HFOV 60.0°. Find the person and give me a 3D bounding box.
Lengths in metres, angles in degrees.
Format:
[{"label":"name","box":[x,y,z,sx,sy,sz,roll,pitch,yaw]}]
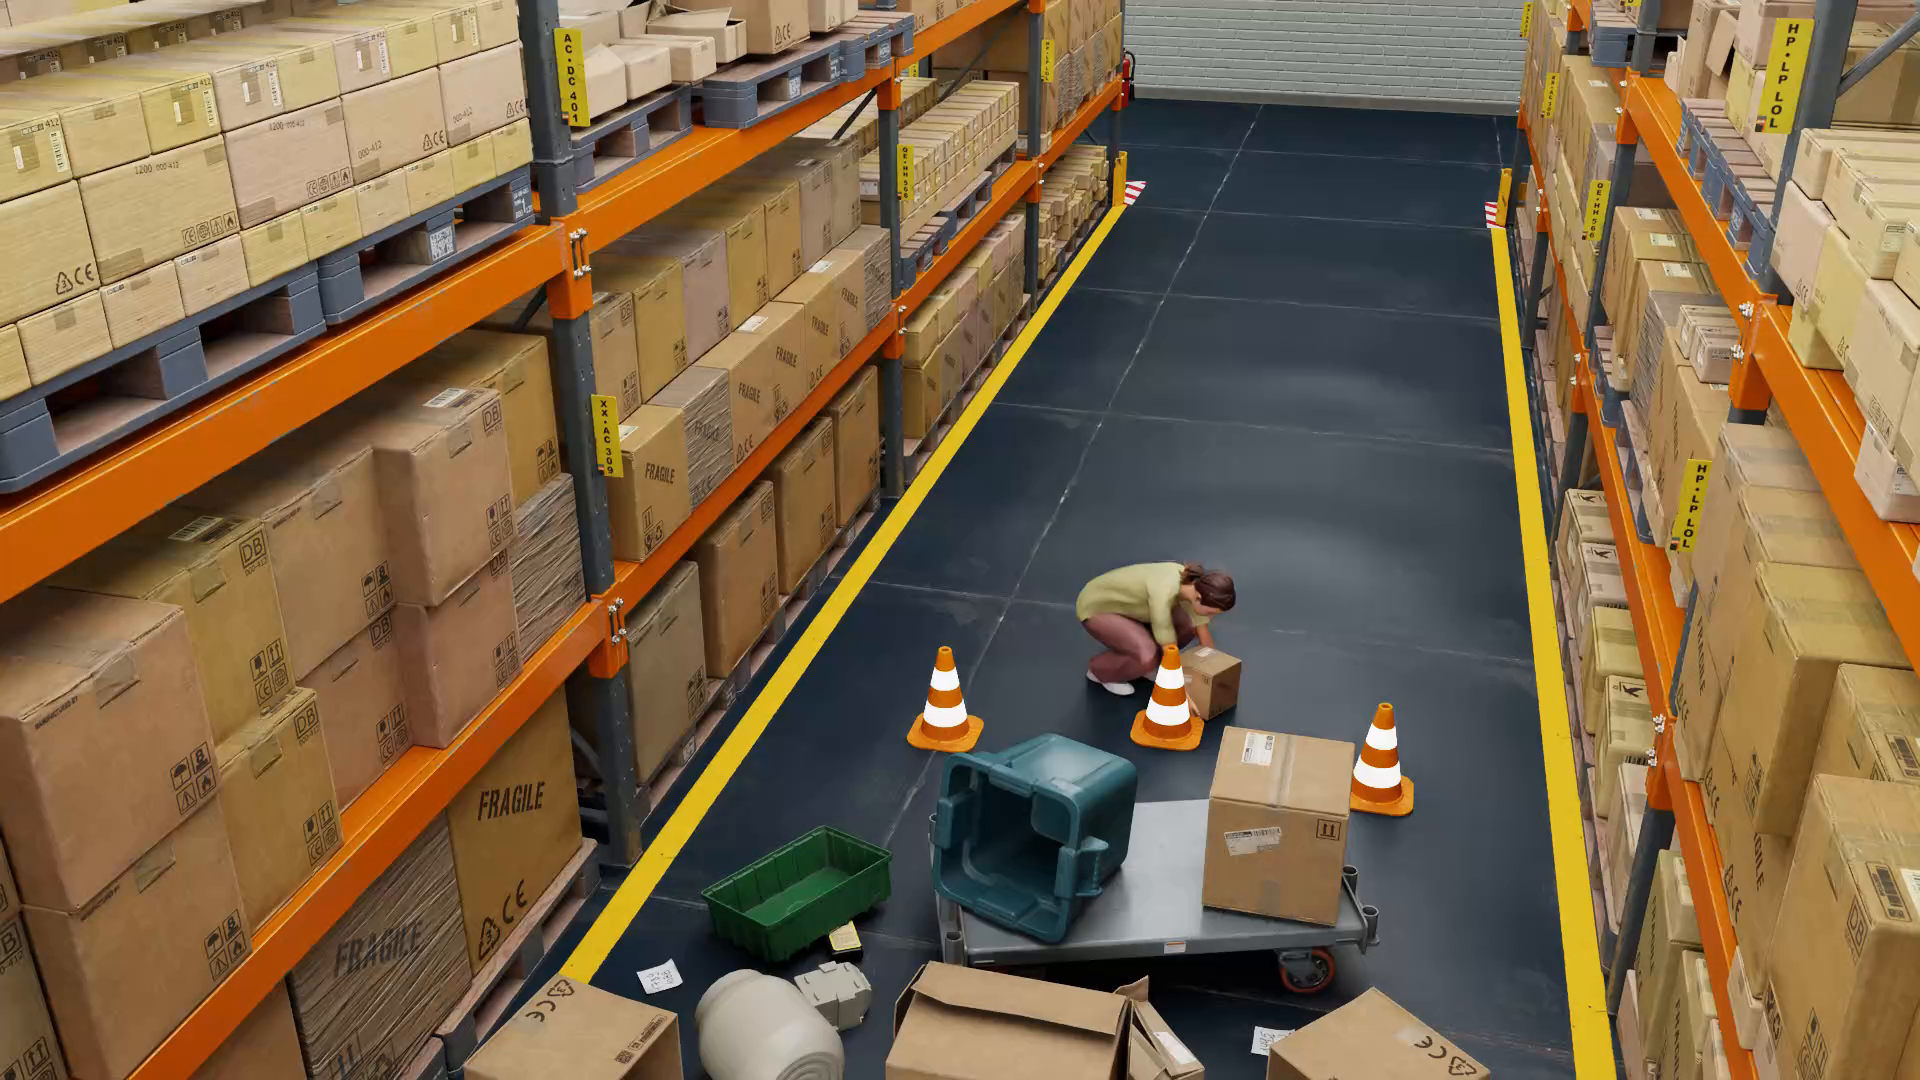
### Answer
[{"label":"person","box":[0.972,0.474,8.349,0.824,0.742,0.487,22,33,38]}]
